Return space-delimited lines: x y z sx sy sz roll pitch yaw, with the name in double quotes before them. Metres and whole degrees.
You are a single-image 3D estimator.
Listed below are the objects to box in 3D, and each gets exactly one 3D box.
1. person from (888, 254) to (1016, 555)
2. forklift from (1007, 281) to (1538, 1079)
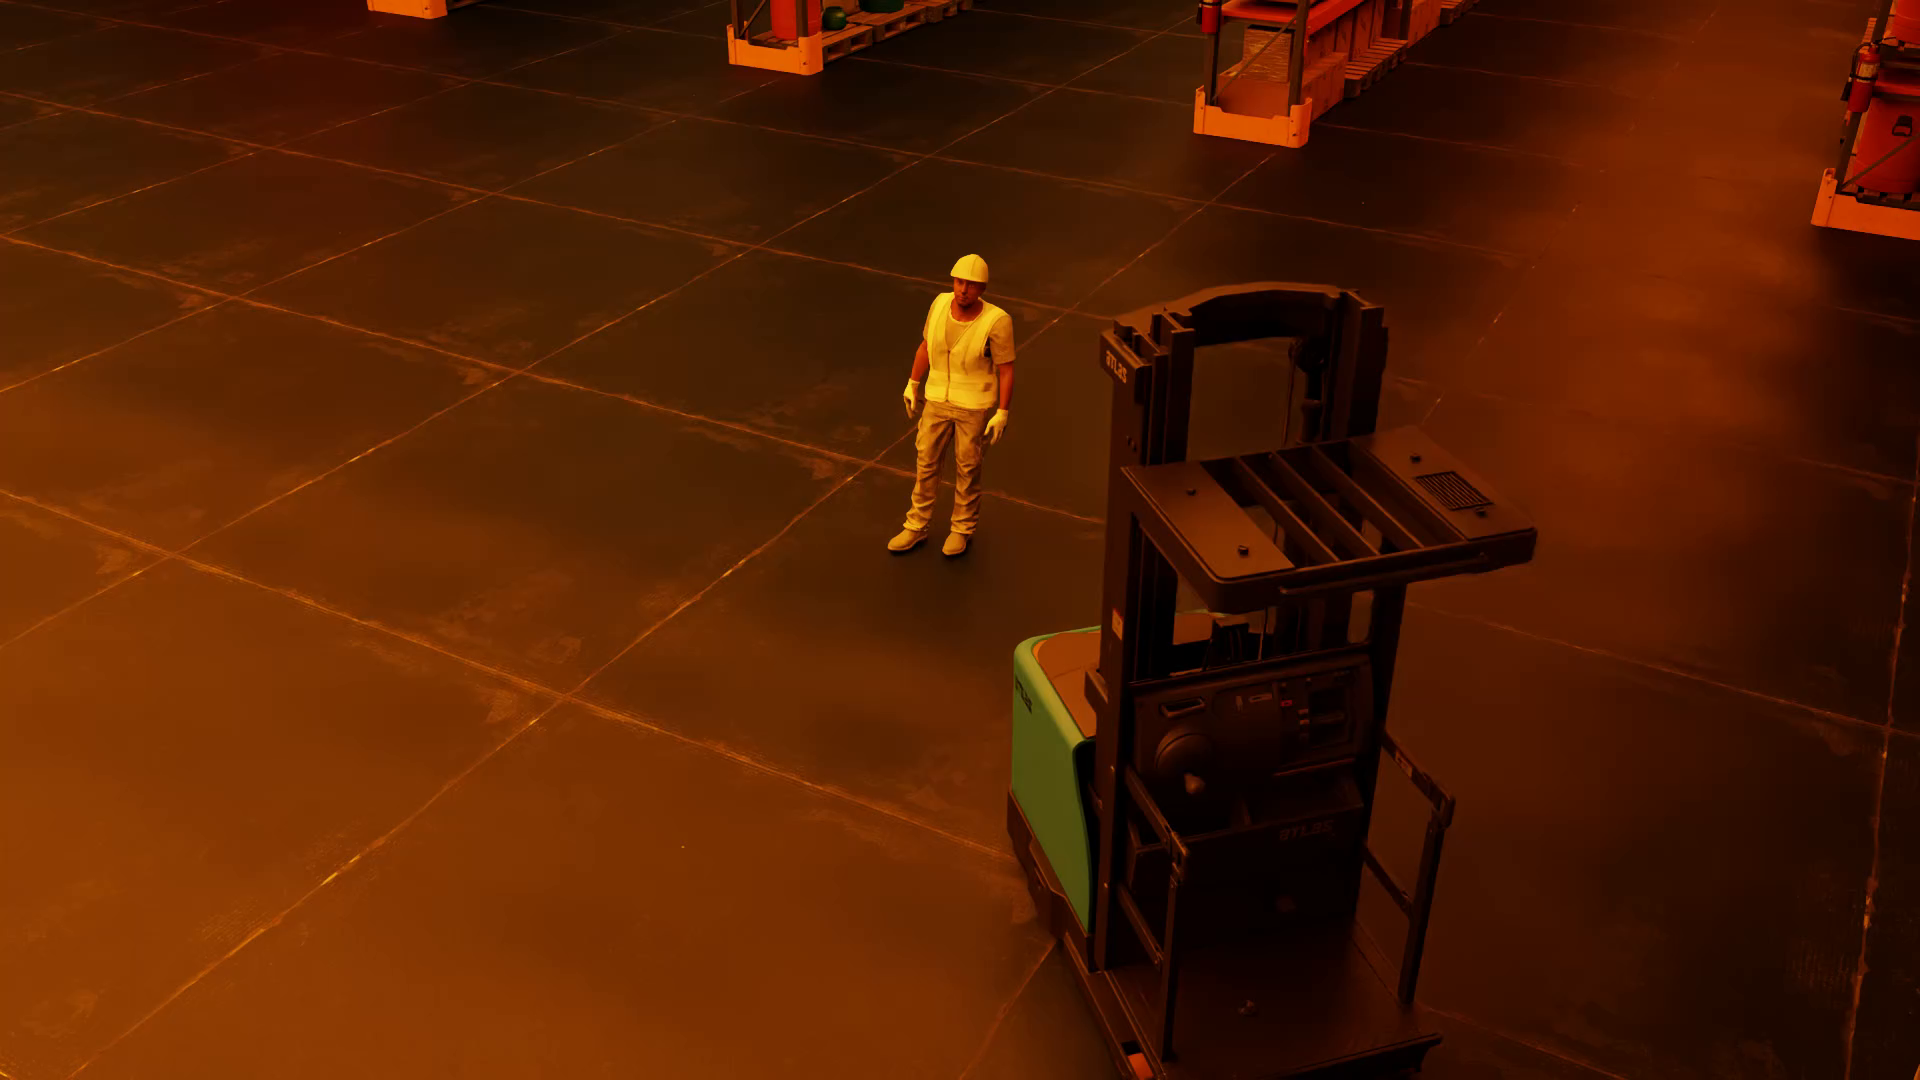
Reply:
"person" -0.042 -0.749 9.502 0.657 1.785 0.575 15 33 25
"forklift" 1.131 0.719 5.826 1.130 2.935 3.031 -9 31 -15
